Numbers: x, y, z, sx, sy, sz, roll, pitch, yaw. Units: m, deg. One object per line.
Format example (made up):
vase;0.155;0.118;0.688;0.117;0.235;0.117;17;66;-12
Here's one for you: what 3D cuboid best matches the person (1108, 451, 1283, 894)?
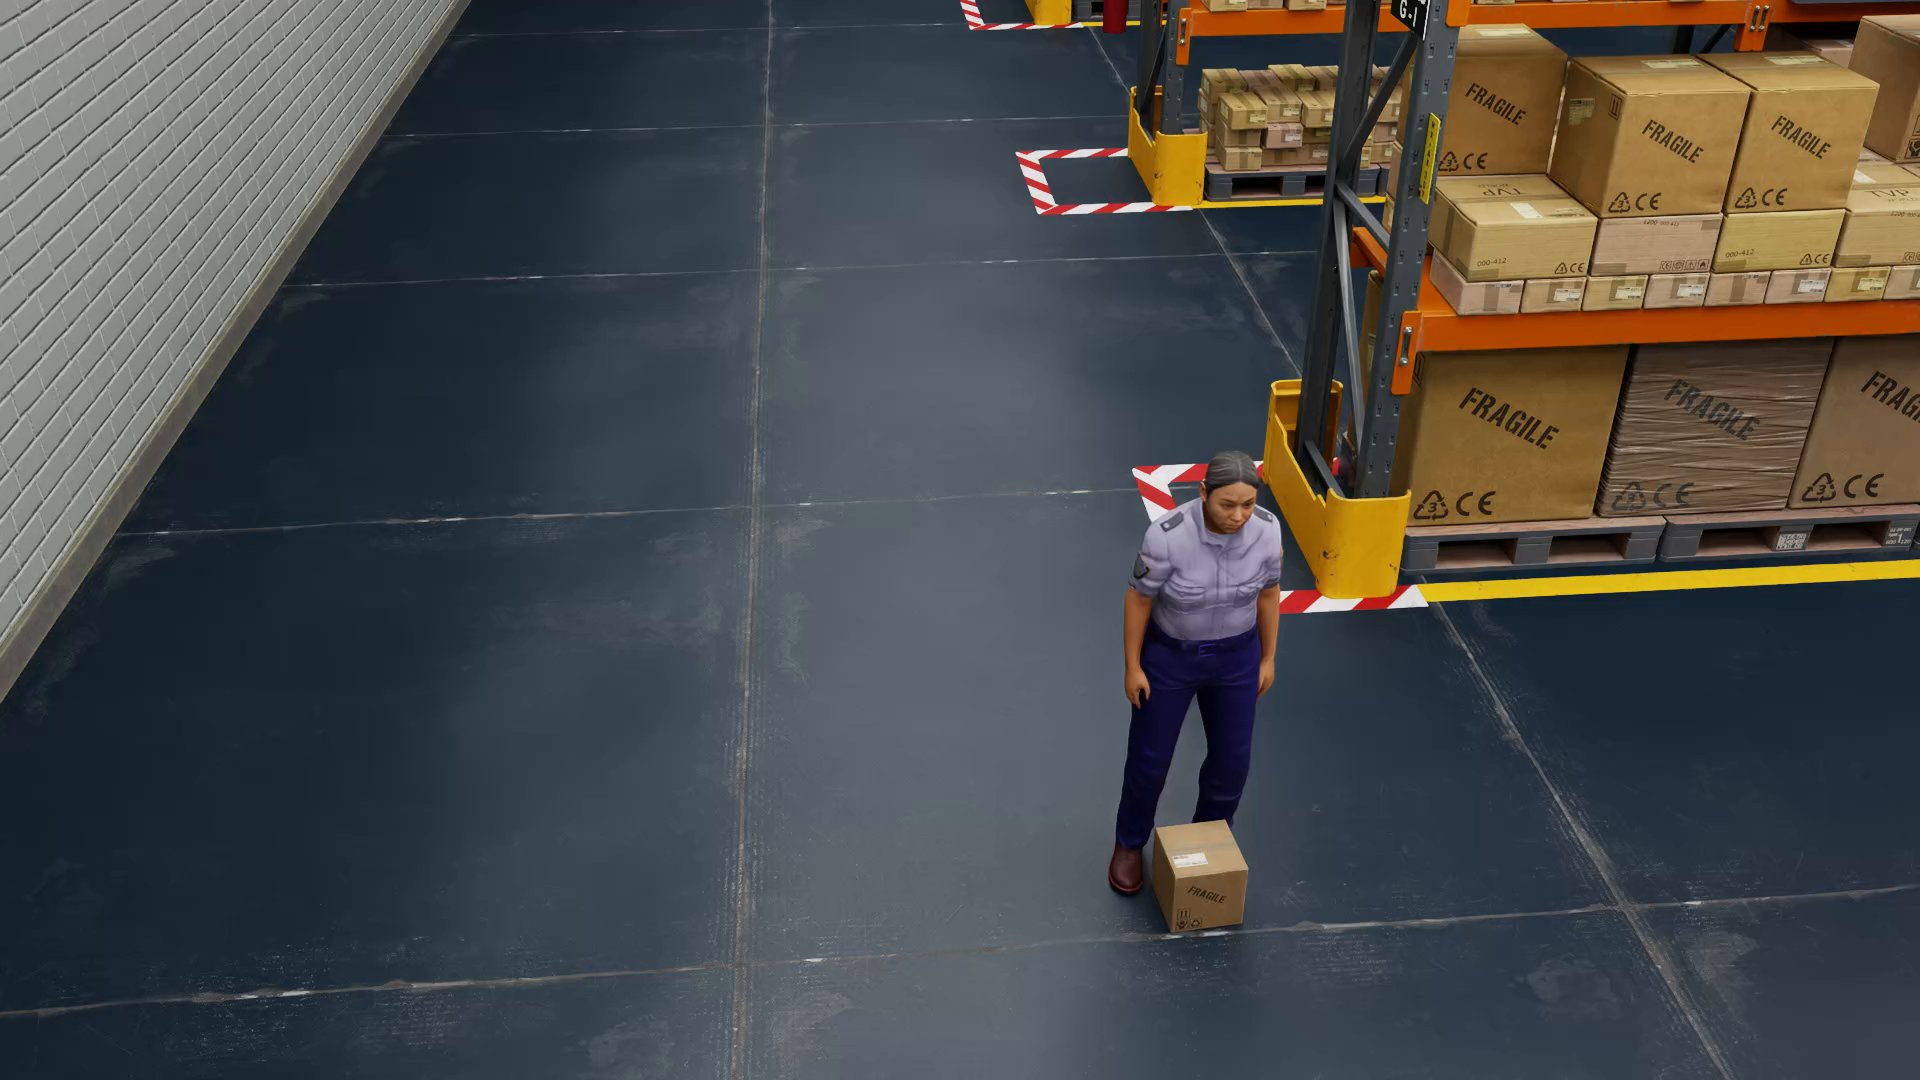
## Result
person;0.780;0.427;5.441;0.551;1.650;0.425;-4;32;-7
